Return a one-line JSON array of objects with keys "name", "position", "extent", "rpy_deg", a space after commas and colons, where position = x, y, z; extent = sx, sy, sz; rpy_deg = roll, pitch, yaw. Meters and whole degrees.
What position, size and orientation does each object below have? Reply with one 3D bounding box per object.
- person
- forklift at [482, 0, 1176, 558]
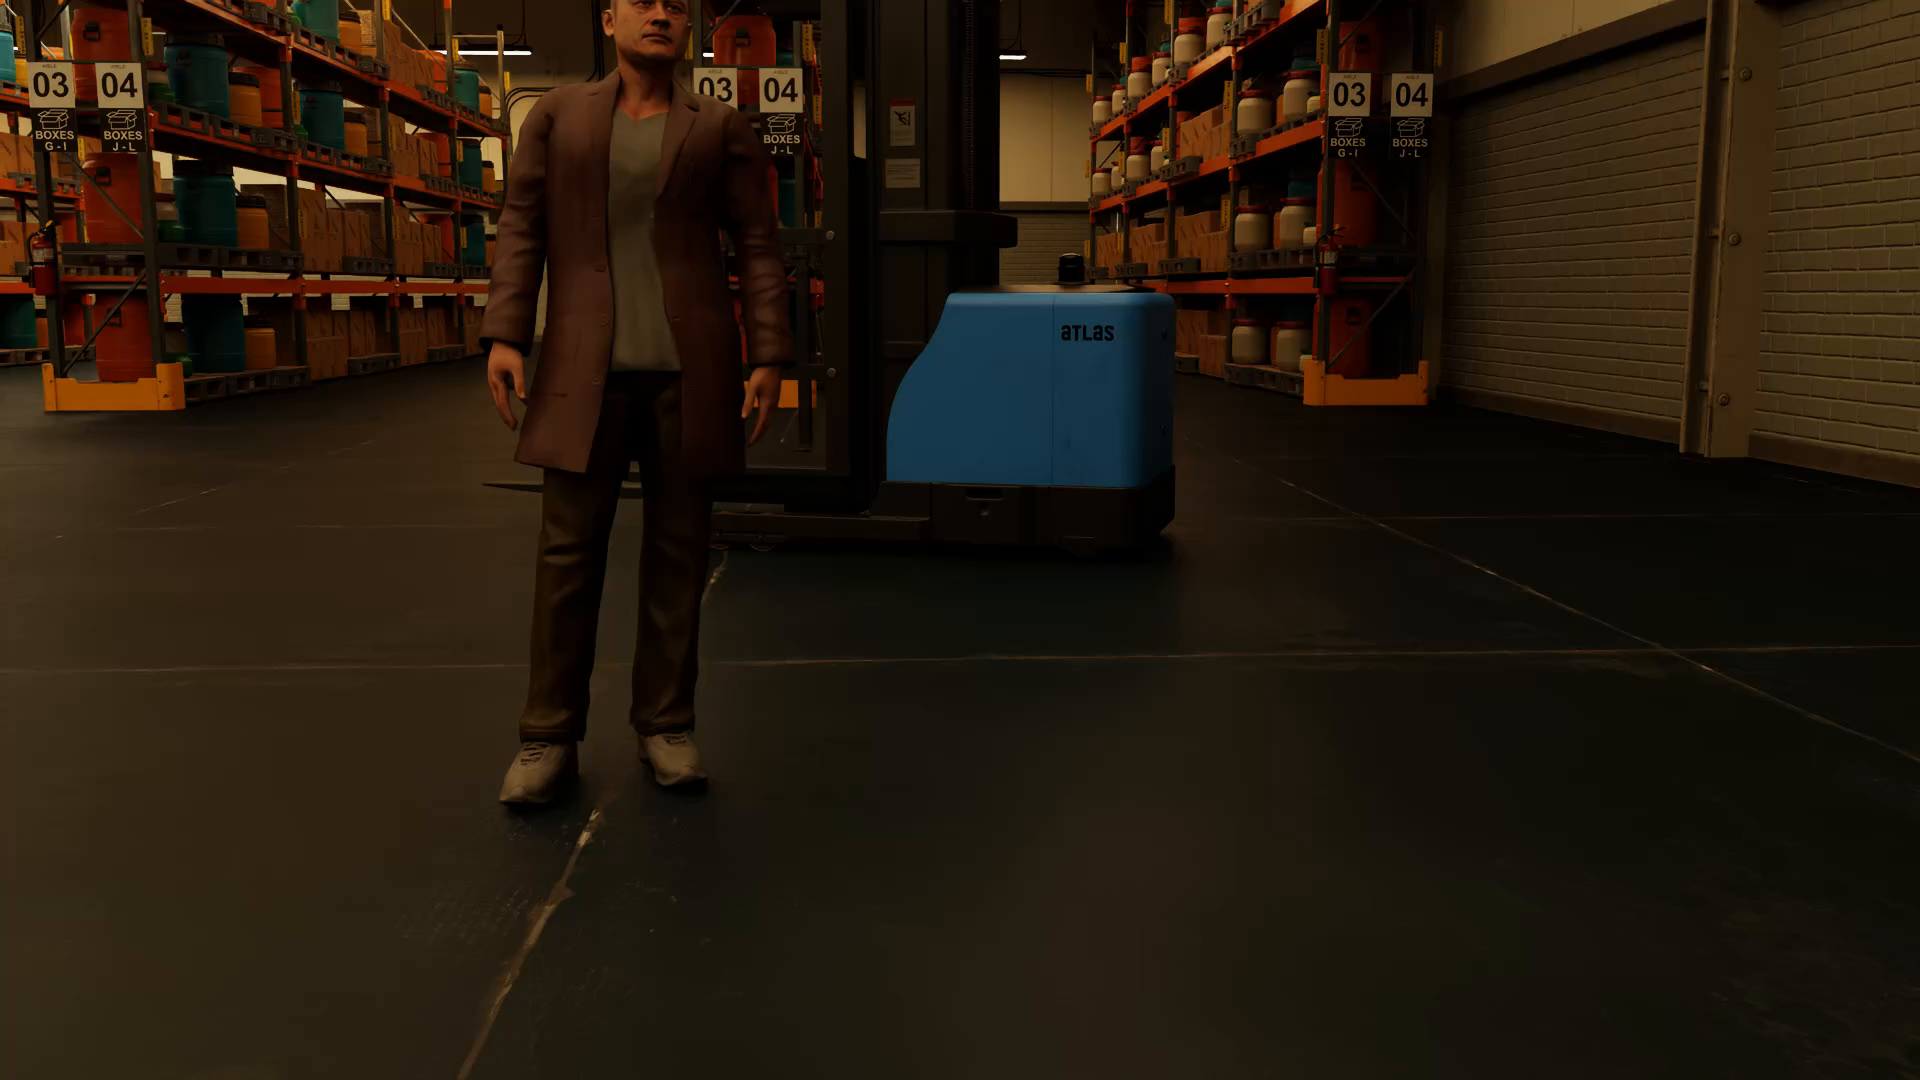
[{"name": "person", "position": [-0.695, -0.355, 3.616], "extent": [0.693, 1.780, 0.572], "rpy_deg": [-1, 9, -10]}, {"name": "forklift", "position": [-0.609, -1.473, 7.254], "extent": [3.031, 2.935, 1.130], "rpy_deg": [2, 9, 15]}]
